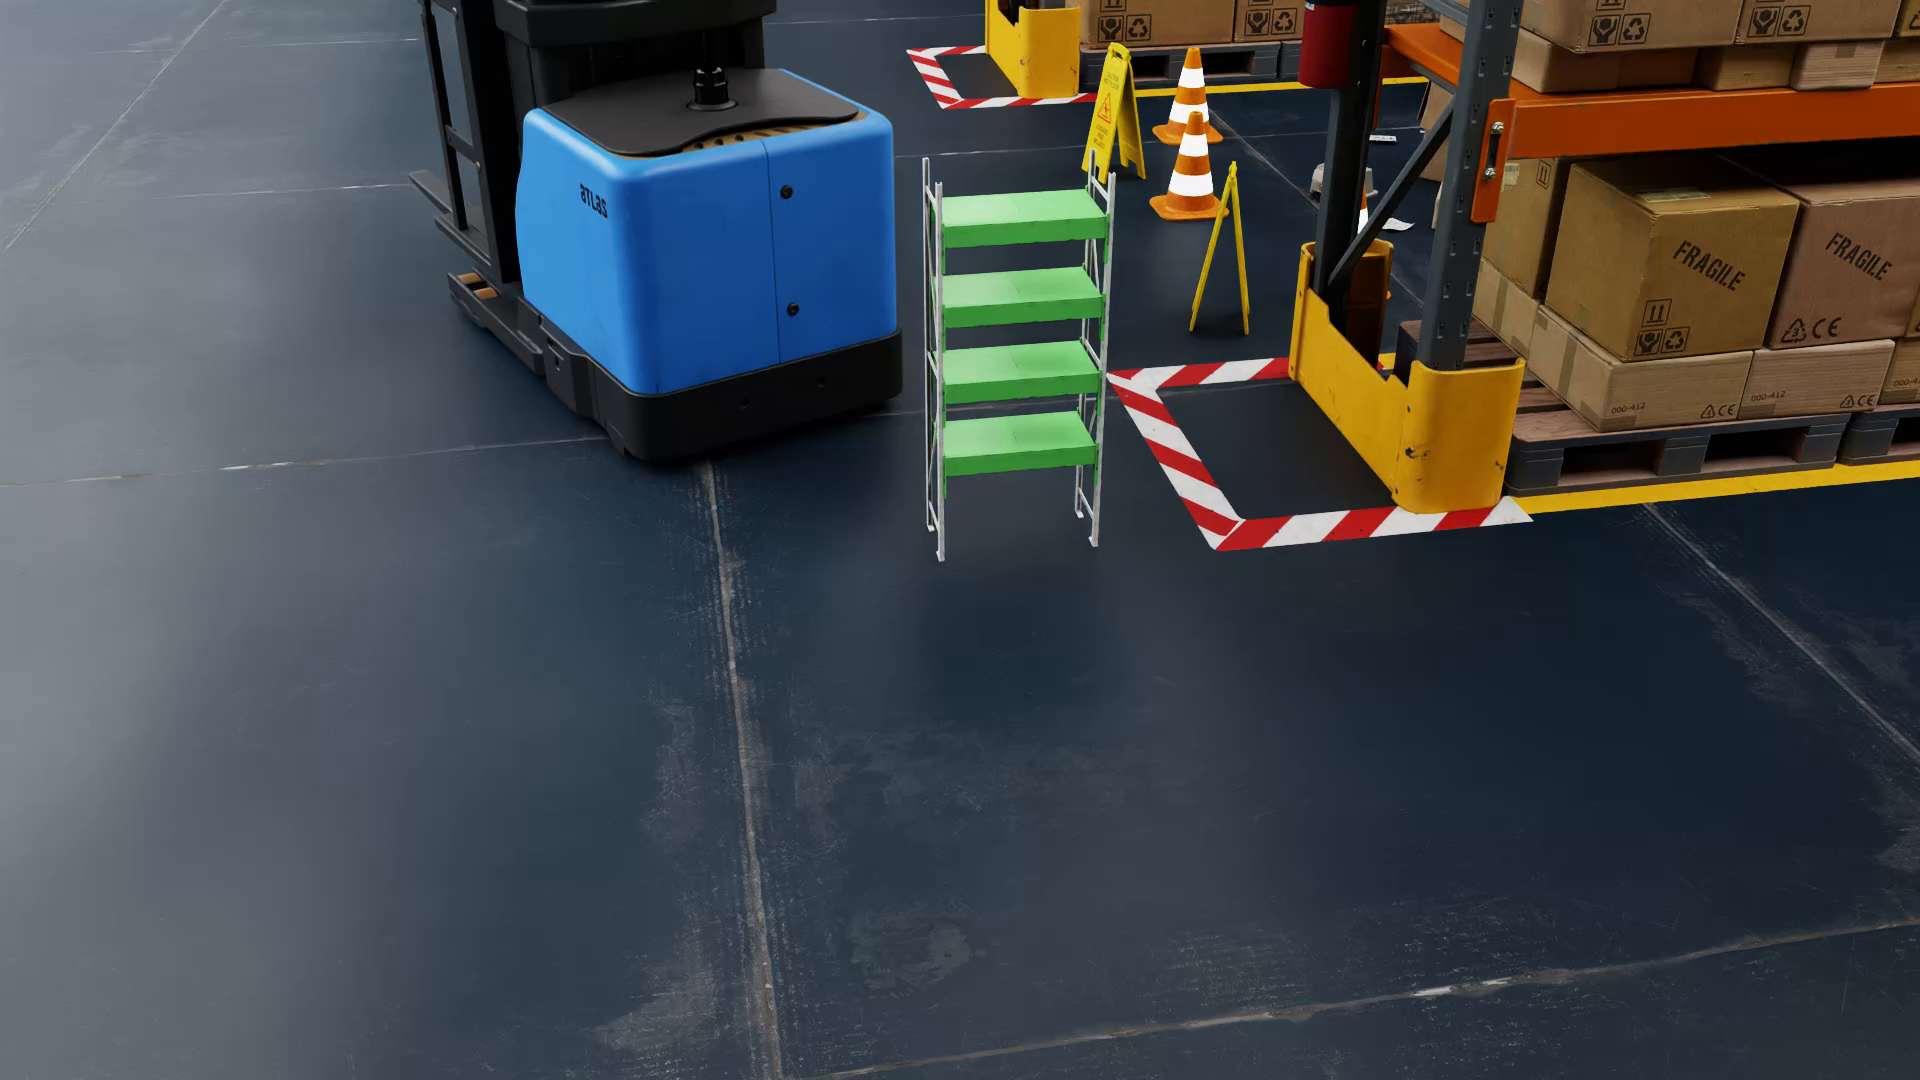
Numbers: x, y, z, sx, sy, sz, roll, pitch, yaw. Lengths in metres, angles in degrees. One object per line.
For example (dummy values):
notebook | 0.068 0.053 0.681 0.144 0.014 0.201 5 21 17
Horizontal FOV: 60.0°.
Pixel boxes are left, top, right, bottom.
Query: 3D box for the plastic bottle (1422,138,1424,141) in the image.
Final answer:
plastic bottle | 2.586 -2.103 8.766 0.283 0.061 0.133 -17 34 -26

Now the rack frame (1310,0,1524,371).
rack frame | 1.437 -1.671 5.133 0.127 3.000 1.000 -5 31 -9

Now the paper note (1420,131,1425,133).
paper note | 2.549 -2.202 8.984 0.123 0.001 0.032 10 32 17

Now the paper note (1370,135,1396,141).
paper note | 2.254 -2.142 8.865 0.142 0.017 0.144 5 31 8

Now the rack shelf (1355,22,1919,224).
rack shelf | 3.405 -1.544 5.626 4.000 0.370 1.077 -5 31 -9

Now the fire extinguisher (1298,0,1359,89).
fire extinguisher | 1.242 -1.857 5.526 0.183 0.674 0.296 -5 31 -9

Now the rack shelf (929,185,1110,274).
rack shelf | 0.163 -0.891 4.761 0.480 0.148 0.258 -5 31 -9

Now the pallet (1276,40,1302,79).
pallet | 2.416 -3.150 10.398 1.213 0.211 1.003 -5 31 -9

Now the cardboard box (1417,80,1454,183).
cardboard box | 2.709 -2.018 8.185 0.797 0.503 0.637 23 37 33

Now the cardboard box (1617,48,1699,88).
cardboard box | 2.055 -1.521 5.125 0.250 0.149 0.380 -5 31 -8

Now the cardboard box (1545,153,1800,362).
cardboard box | 2.304 -0.929 5.428 0.500 0.500 0.500 -6 31 -11

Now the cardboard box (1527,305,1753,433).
cardboard box | 2.281 -0.603 5.614 0.500 0.250 0.500 -6 31 -9

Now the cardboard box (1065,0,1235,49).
cardboard box | 1.102 -3.490 9.908 0.875 0.875 0.875 -5 31 -9

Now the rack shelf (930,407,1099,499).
rack shelf | 0.163 -0.270 5.126 0.480 0.148 0.258 -5 31 -9

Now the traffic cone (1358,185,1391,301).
traffic cone | 1.628 -1.260 6.937 0.334 0.463 0.336 -5 31 -9

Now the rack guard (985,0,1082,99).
rack guard | 0.423 -3.050 9.944 0.348 0.500 1.175 -5 31 -9

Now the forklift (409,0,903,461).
forklift | -1.439 -2.229 6.150 1.130 2.935 3.031 -19 35 -28

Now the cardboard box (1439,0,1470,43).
cardboard box | 1.767 -1.704 5.436 0.250 0.149 0.380 -4 31 -7

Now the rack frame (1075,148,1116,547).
rack frame | 0.403 -0.555 5.009 0.015 1.200 0.240 -5 31 -9

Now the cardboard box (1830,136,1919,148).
cardboard box | 3.189 -1.285 6.035 0.500 0.500 0.500 -6 31 -10

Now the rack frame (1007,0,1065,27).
rack frame | 0.446 -4.130 9.315 0.127 3.000 1.000 -5 31 -9

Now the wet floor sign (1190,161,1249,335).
wet floor sign | 1.058 -1.173 6.608 0.232 0.644 0.267 5 31 8

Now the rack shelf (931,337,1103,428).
rack shelf | 0.163 -0.477 5.004 0.480 0.148 0.258 -5 31 -9

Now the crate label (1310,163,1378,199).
crate label | 1.856 -1.745 8.082 0.298 0.136 0.250 -23 38 -34

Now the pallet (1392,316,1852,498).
pallet | 2.318 -0.533 5.948 1.213 0.211 1.003 -5 31 -9

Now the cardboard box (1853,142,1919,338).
cardboard box | 3.312 -1.020 5.584 0.500 0.500 0.500 -5 31 -8

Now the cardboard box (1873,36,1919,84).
cardboard box | 2.836 -1.545 5.167 0.250 0.149 0.380 -5 31 -8

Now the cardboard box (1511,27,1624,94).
cardboard box | 1.809 -1.491 5.074 0.250 0.149 0.380 -5 31 -9

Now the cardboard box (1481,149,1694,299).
cardboard box | 2.178 -1.193 5.879 0.500 0.500 0.500 -5 31 -9

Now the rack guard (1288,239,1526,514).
rack guard | 1.512 -0.601 5.778 0.348 0.500 1.175 -5 31 -9

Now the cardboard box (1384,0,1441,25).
cardboard box | 2.864 -3.654 10.186 0.875 0.875 0.875 -5 31 -9

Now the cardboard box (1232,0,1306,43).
cardboard box | 1.967 -3.571 10.046 0.875 0.875 0.875 -6 31 -10

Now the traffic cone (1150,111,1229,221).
traffic cone | 1.094 -1.783 7.825 0.334 0.463 0.336 -5 31 -9

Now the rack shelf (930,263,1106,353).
rack shelf | 0.163 -0.684 4.882 0.480 0.148 0.258 -5 31 -9

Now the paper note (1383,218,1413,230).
paper note | 2.009 -1.470 7.720 0.142 0.019 0.148 -17 34 -26

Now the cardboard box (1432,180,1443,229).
cardboard box | 2.362 -1.569 7.772 0.250 0.149 0.380 10 32 17

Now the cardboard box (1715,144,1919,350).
cardboard box | 2.817 -0.978 5.513 0.500 0.500 0.500 -6 31 -11

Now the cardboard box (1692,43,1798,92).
cardboard box | 2.330 -1.505 5.098 0.250 0.149 0.380 -6 31 -11

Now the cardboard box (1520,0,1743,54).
cardboard box | 1.953 -1.748 4.871 0.500 0.500 0.500 -6 31 -10

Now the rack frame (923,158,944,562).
rack frame | -0.077 -0.510 4.934 0.015 1.200 0.240 -5 31 -9

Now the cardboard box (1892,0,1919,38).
cardboard box | 2.963 -1.844 5.034 0.500 0.500 0.500 -6 31 -10

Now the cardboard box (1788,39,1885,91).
cardboard box | 2.588 -1.505 5.098 0.250 0.149 0.380 -5 31 -8

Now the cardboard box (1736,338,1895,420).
cardboard box | 2.784 -0.646 5.687 0.500 0.250 0.500 -4 31 -7

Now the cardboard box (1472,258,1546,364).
cardboard box | 2.208 -0.877 6.081 0.500 0.250 0.500 -5 31 -9

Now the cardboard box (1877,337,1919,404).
cardboard box | 3.319 -0.702 5.783 0.500 0.250 0.500 -3 31 -6

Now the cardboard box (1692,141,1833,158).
cardboard box | 2.691 -1.243 5.963 0.500 0.500 0.500 -4 31 -7

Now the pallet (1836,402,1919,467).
pallet | 3.515 -0.642 6.134 1.213 0.211 1.003 -5 31 -9

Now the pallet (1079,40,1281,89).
pallet | 1.219 -3.040 10.212 1.213 0.211 1.003 -5 31 -9

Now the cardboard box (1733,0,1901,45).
cardboard box | 2.462 -1.796 4.954 0.500 0.500 0.500 -4 31 -7

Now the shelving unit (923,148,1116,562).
shelving unit | 0.163 -0.532 4.972 0.503 1.200 0.258 -5 31 -9

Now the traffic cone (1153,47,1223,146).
traffic cone | 1.225 -2.377 8.836 0.334 0.463 0.336 -5 31 -9

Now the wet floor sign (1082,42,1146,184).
wet floor sign | 0.775 -2.125 8.228 0.232 0.644 0.267 -11 32 -17
